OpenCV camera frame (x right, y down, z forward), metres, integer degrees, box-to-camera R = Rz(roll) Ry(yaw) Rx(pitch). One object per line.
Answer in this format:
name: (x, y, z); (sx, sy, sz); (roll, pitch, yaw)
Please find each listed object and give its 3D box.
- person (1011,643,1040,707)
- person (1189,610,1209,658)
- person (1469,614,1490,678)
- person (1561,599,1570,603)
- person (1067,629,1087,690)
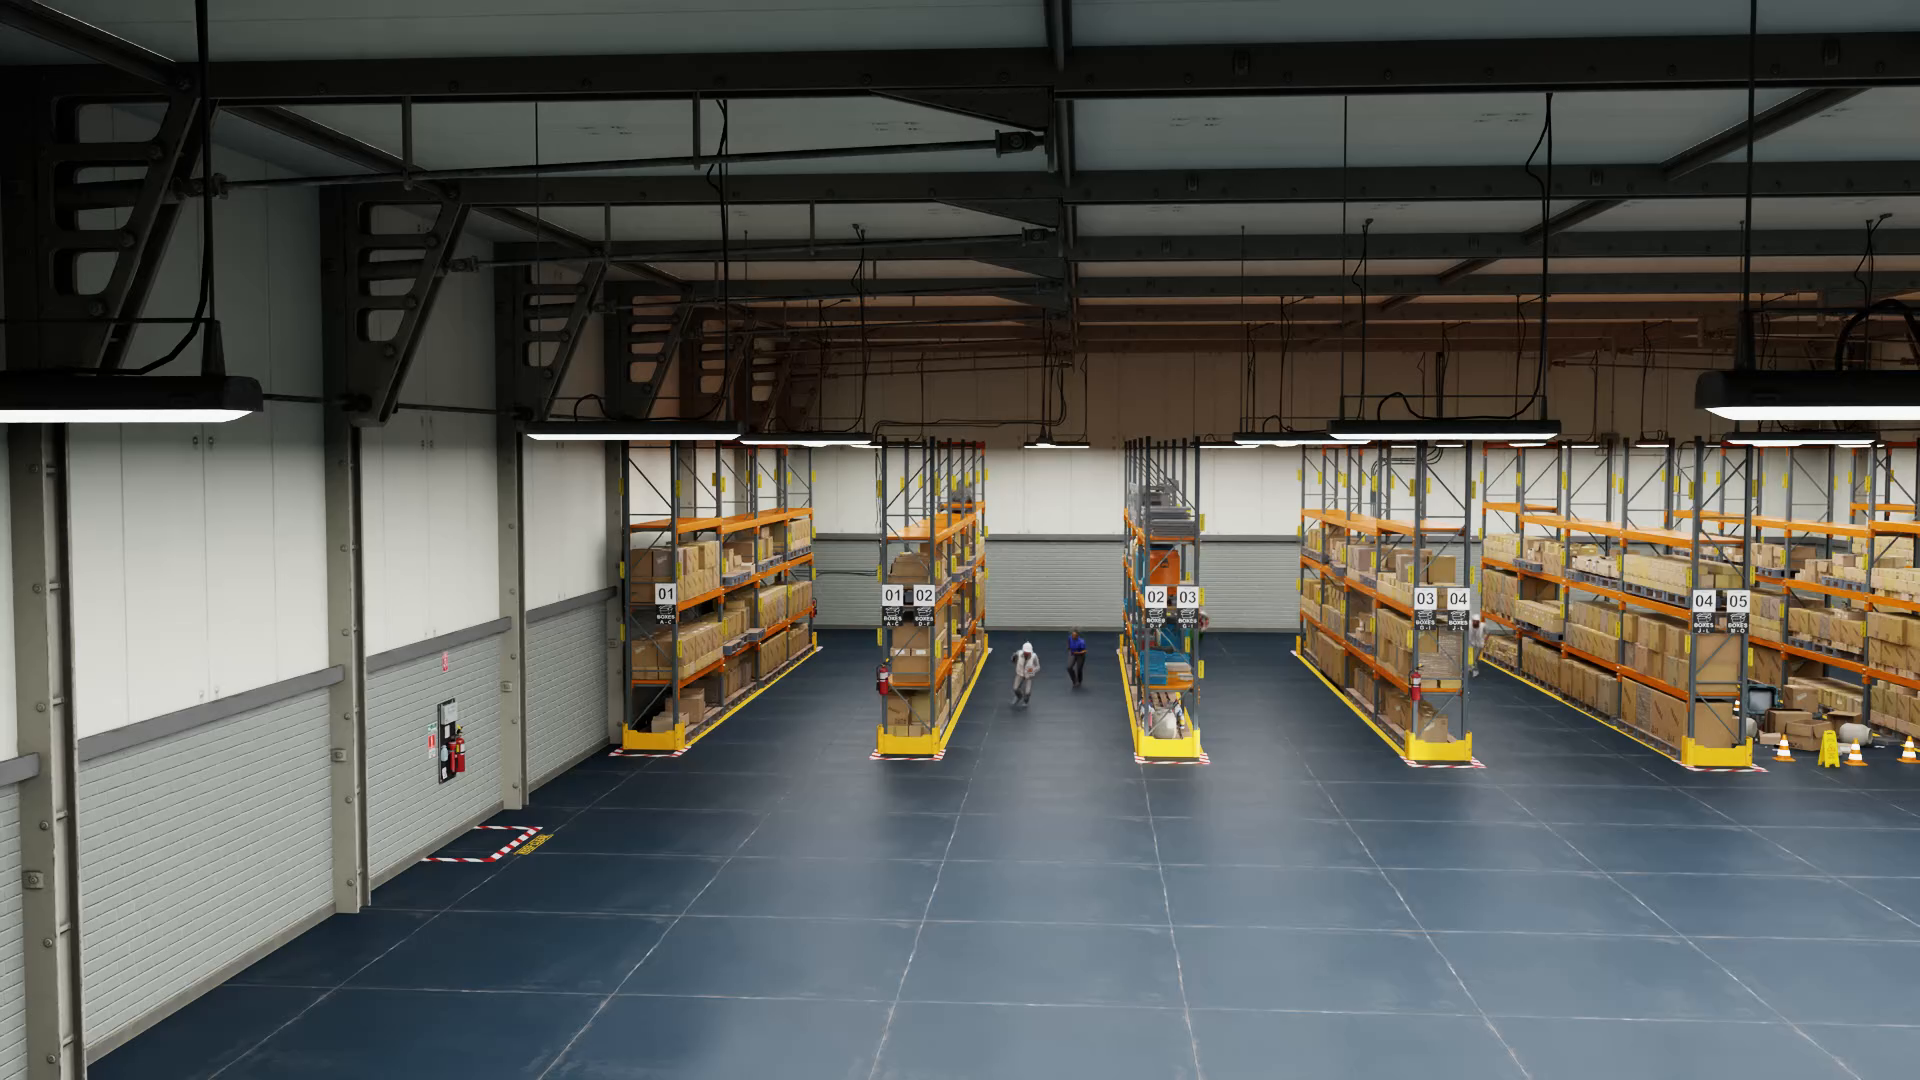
person: (1.438, 2.988, 36.820); (0.707, 1.503, 0.954); (0, 3, 9)
person: (6.584, 2.490, 46.046); (0.659, 1.575, 1.106); (1, 3, 15)
person: (13.146, 2.656, 42.385); (0.692, 1.621, 1.126); (1, 3, 17)
person: (16.419, 2.468, 44.948); (0.666, 1.722, 0.720); (0, 3, -1)
person: (2.819, 2.836, 39.979); (0.597, 1.466, 1.065); (1, 3, 20)
